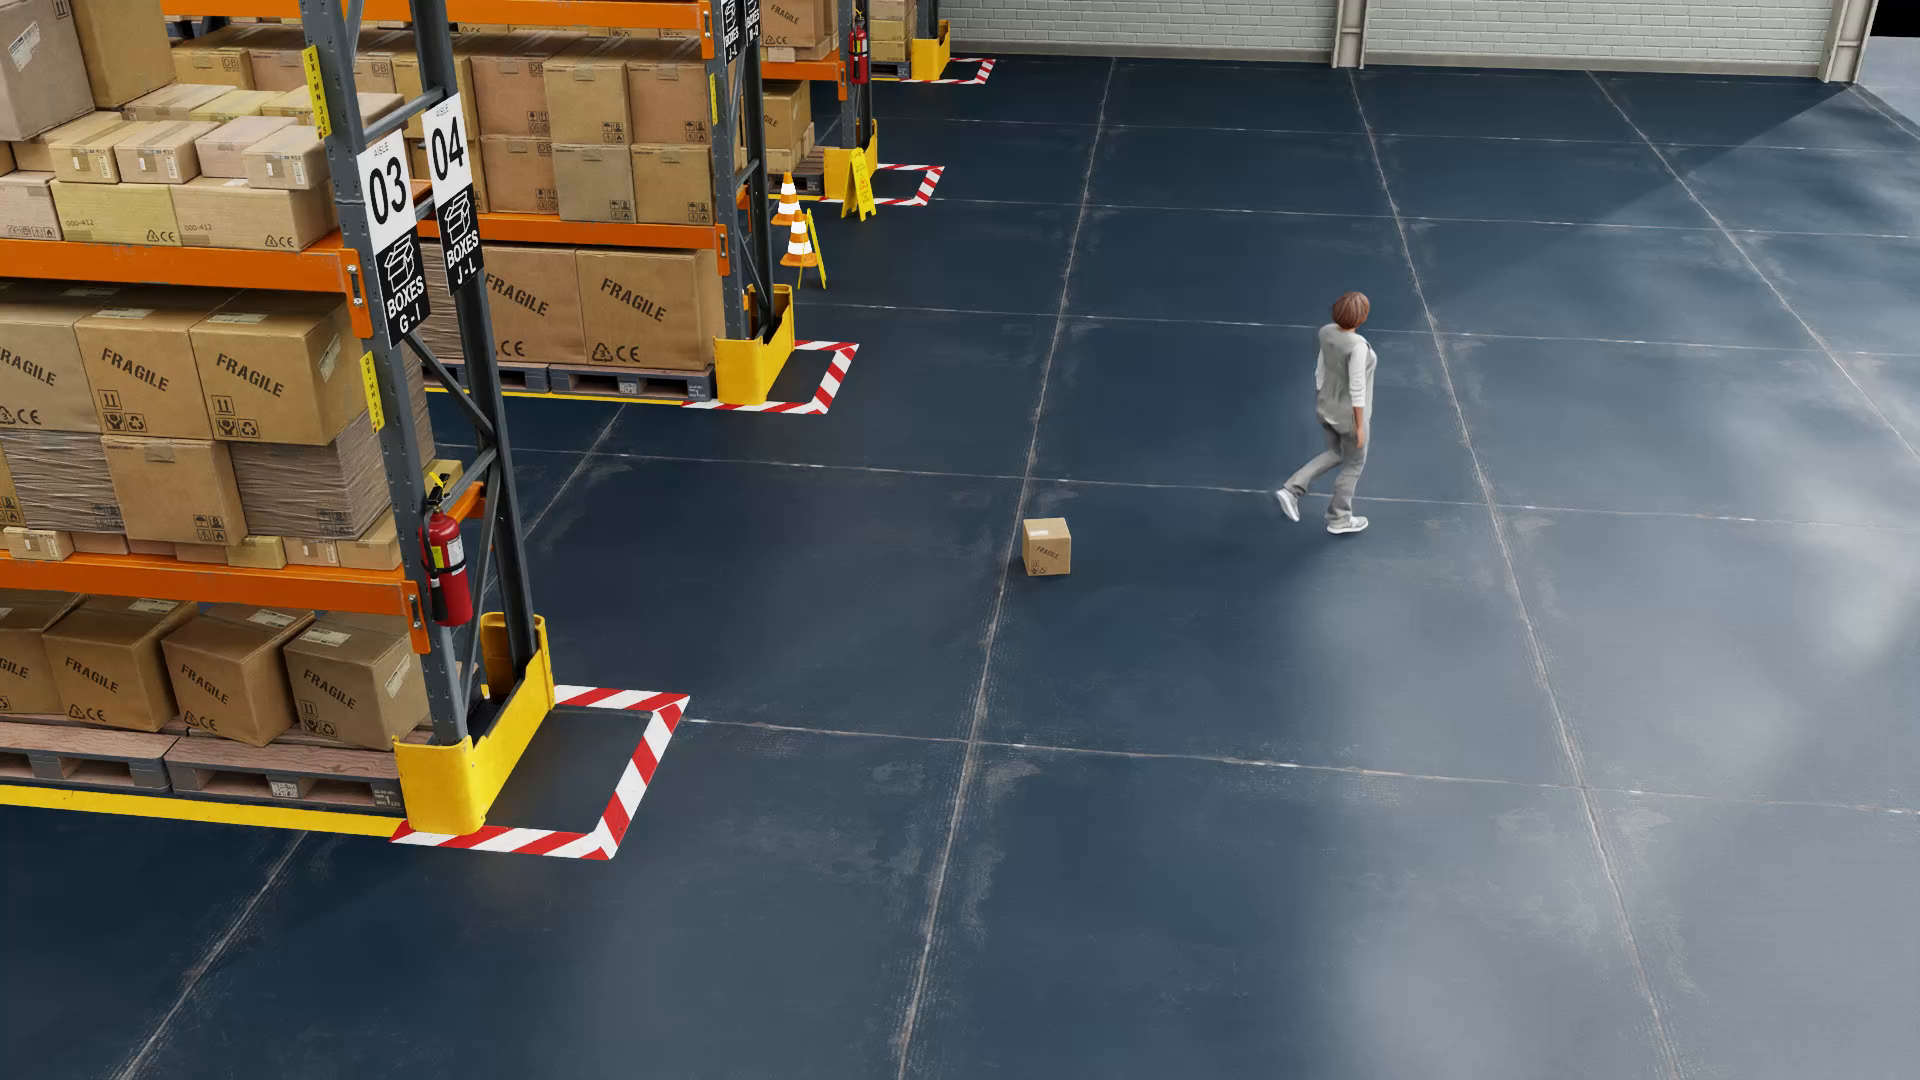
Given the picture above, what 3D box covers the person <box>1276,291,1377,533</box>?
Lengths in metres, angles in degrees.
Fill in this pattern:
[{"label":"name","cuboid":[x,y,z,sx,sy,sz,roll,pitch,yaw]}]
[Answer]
[{"label":"person","cuboid":[2.250,-0.747,9.957,0.584,1.576,0.429,-12,31,-21]}]
